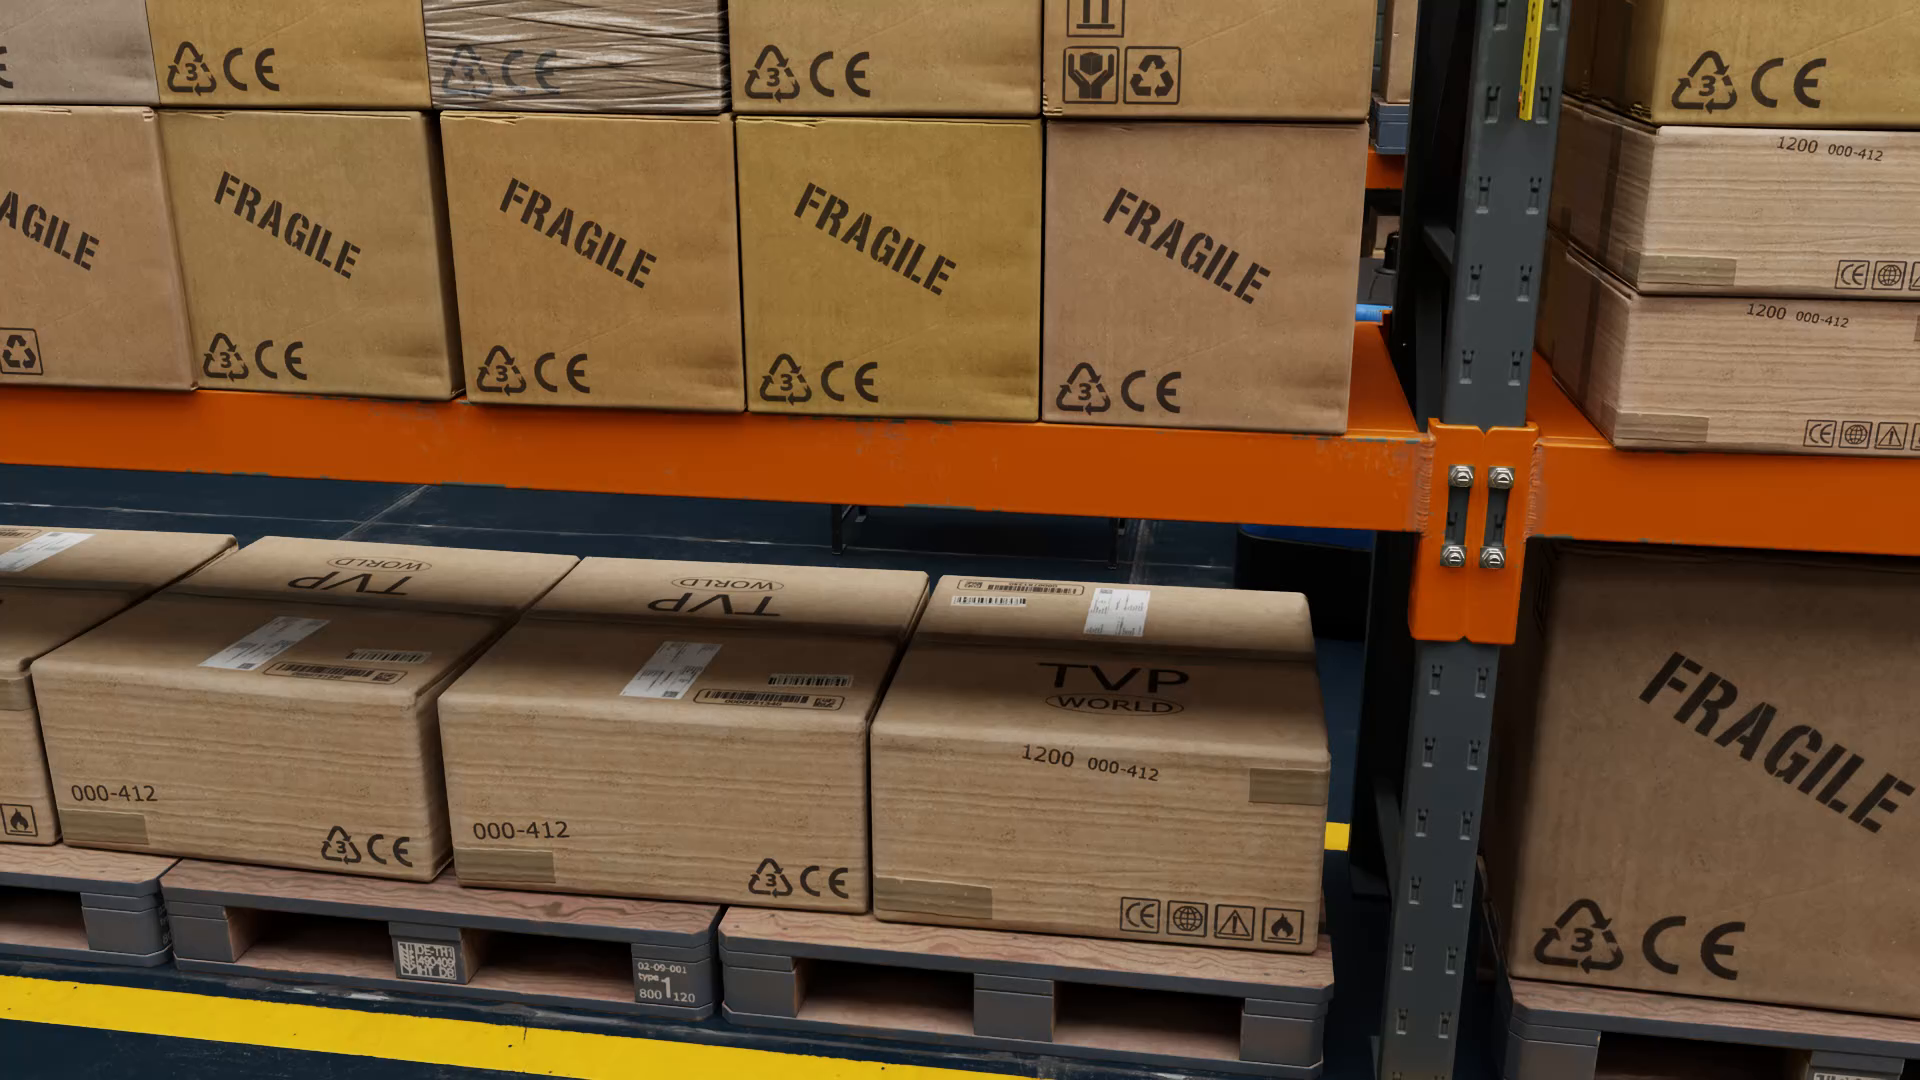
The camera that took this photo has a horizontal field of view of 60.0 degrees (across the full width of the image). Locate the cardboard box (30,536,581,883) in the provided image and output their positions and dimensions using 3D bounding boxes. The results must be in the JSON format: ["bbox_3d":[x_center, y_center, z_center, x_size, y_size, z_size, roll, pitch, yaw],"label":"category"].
[{"bbox_3d":[-1.454,0.354,3.893,0.875,0.438,0.875,3,19,10],"label":"cardboard box"}]

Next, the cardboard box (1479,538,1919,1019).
[{"bbox_3d":[1.548,0.309,3.339,0.875,0.875,0.875,4,19,10],"label":"cardboard box"}]

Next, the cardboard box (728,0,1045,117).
[{"bbox_3d":[-0.086,-0.992,2.809,0.500,0.500,0.500,3,19,8],"label":"cardboard box"}]

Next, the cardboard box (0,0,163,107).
[{"bbox_3d":[-1.577,-1.068,3.034,0.500,0.500,0.500,3,19,8],"label":"cardboard box"}]

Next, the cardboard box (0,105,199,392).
[{"bbox_3d":[-1.594,-0.592,3.188,0.500,0.500,0.500,3,19,8],"label":"cardboard box"}]

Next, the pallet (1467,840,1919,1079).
[{"bbox_3d":[1.697,0.832,3.484,1.213,0.211,1.003,3,19,9],"label":"pallet"}]

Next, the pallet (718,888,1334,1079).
[{"bbox_3d":[0.185,0.754,3.717,1.213,0.211,1.003,3,19,9],"label":"pallet"}]

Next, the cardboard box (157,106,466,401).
[{"bbox_3d":[-1.097,-0.572,3.128,0.500,0.500,0.500,4,19,10],"label":"cardboard box"}]

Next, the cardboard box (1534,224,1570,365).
[{"bbox_3d":[1.406,-0.491,3.279,0.500,0.250,0.500,2,19,7],"label":"cardboard box"}]

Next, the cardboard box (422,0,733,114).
[{"bbox_3d":[-0.590,-1.015,2.876,0.500,0.500,0.500,3,19,9],"label":"cardboard box"}]

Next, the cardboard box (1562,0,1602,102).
[{"bbox_3d":[1.404,-1.083,3.080,0.500,0.500,0.500,4,19,10],"label":"cardboard box"}]

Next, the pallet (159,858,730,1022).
[{"bbox_3d":[-1.023,0.693,3.898,1.213,0.211,1.003,3,19,9],"label":"pallet"}]

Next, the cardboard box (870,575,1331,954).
[{"bbox_3d":[0.320,0.445,3.622,0.875,0.438,0.875,3,19,8],"label":"cardboard box"}]

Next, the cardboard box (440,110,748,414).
[{"bbox_3d":[-0.583,-0.541,3.035,0.500,0.500,0.500,3,19,8],"label":"cardboard box"}]

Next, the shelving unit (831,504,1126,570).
[{"bbox_3d":[0.084,-0.707,6.052,1.048,1.500,0.538,3,19,9],"label":"shelving unit"}]

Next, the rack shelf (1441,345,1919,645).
[{"bbox_3d":[2.898,-0.064,2.900,4.000,0.370,1.077,3,19,9],"label":"rack shelf"}]

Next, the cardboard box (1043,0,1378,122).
[{"bbox_3d":[0.414,-0.964,2.725,0.500,0.500,0.500,3,19,8],"label":"cardboard box"}]

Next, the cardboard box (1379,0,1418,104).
[{"bbox_3d":[2.149,-2.213,7.370,0.500,0.500,0.700,3,19,10],"label":"cardboard box"}]

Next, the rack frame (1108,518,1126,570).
[{"bbox_3d":[0.586,-0.681,5.976,0.032,1.500,0.500,3,19,9],"label":"rack frame"}]

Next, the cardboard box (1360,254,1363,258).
[{"bbox_3d":[2.239,-1.142,8.268,0.500,0.500,0.500,3,19,8],"label":"cardboard box"}]

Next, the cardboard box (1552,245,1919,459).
[{"bbox_3d":[1.316,-0.330,2.797,0.500,0.250,0.500,2,19,7],"label":"cardboard box"}]

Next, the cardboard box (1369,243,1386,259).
[{"bbox_3d":[2.019,-1.281,7.659,0.250,0.149,0.380,4,19,11],"label":"cardboard box"}]

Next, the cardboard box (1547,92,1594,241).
[{"bbox_3d":[1.397,-0.725,3.193,0.500,0.250,0.500,3,19,9],"label":"cardboard box"}]

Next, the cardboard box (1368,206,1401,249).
[{"bbox_3d":[2.029,-1.441,7.668,0.250,0.149,0.380,3,19,8],"label":"cardboard box"}]

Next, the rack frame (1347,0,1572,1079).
[{"bbox_3d":[0.923,-0.506,3.087,0.127,3.000,1.000,3,19,9],"label":"rack frame"}]

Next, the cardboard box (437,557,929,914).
[{"bbox_3d":[-0.564,0.400,3.756,0.875,0.438,0.875,2,19,7],"label":"cardboard box"}]

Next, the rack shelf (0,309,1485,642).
[{"bbox_3d":[-1.051,-0.265,3.502,4.000,0.370,1.077,3,19,9],"label":"rack shelf"}]

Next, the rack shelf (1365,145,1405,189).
[{"bbox_3d":[3.682,-1.619,7.548,4.000,0.370,1.077,3,19,9],"label":"rack shelf"}]

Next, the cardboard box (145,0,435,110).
[{"bbox_3d":[-1.084,-1.043,2.959,0.500,0.500,0.500,3,19,9],"label":"cardboard box"}]

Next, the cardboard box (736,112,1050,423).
[{"bbox_3d":[-0.084,-0.520,2.973,0.500,0.500,0.500,2,19,7],"label":"cardboard box"}]

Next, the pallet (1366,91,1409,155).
[{"bbox_3d":[2.479,-1.895,7.543,1.213,0.211,1.003,3,19,9],"label":"pallet"}]

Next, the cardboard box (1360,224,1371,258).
[{"bbox_3d":[2.116,-1.454,8.177,0.250,0.149,0.380,2,19,6],"label":"cardboard box"}]

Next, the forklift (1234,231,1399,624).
[{"bbox_3d":[2.475,-1.085,4.926,3.031,2.935,1.130,7,20,21],"label":"forklift"}]

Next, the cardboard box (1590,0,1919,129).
[{"bbox_3d":[1.312,-0.915,2.577,0.500,0.500,0.500,3,19,9],"label":"cardboard box"}]

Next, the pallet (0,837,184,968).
[{"bbox_3d":[-2.224,0.631,4.084,1.213,0.211,1.003,3,19,9],"label":"pallet"}]

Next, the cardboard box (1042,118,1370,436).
[{"bbox_3d":[0.425,-0.496,2.901,0.500,0.500,0.500,3,19,9],"label":"cardboard box"}]

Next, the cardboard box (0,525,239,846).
[{"bbox_3d":[-2.359,0.311,4.023,0.875,0.438,0.875,2,19,7],"label":"cardboard box"}]

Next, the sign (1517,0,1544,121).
[{"bbox_3d":[0.837,-0.780,2.417,0.005,0.325,0.100,3,19,9],"label":"sign"}]

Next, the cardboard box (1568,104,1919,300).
[{"bbox_3d":[1.313,-0.561,2.701,0.500,0.250,0.500,2,19,7],"label":"cardboard box"}]

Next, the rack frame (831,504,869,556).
[{"bbox_3d":[-0.418,-0.733,6.129,0.032,1.500,0.500,3,19,9],"label":"rack frame"}]
